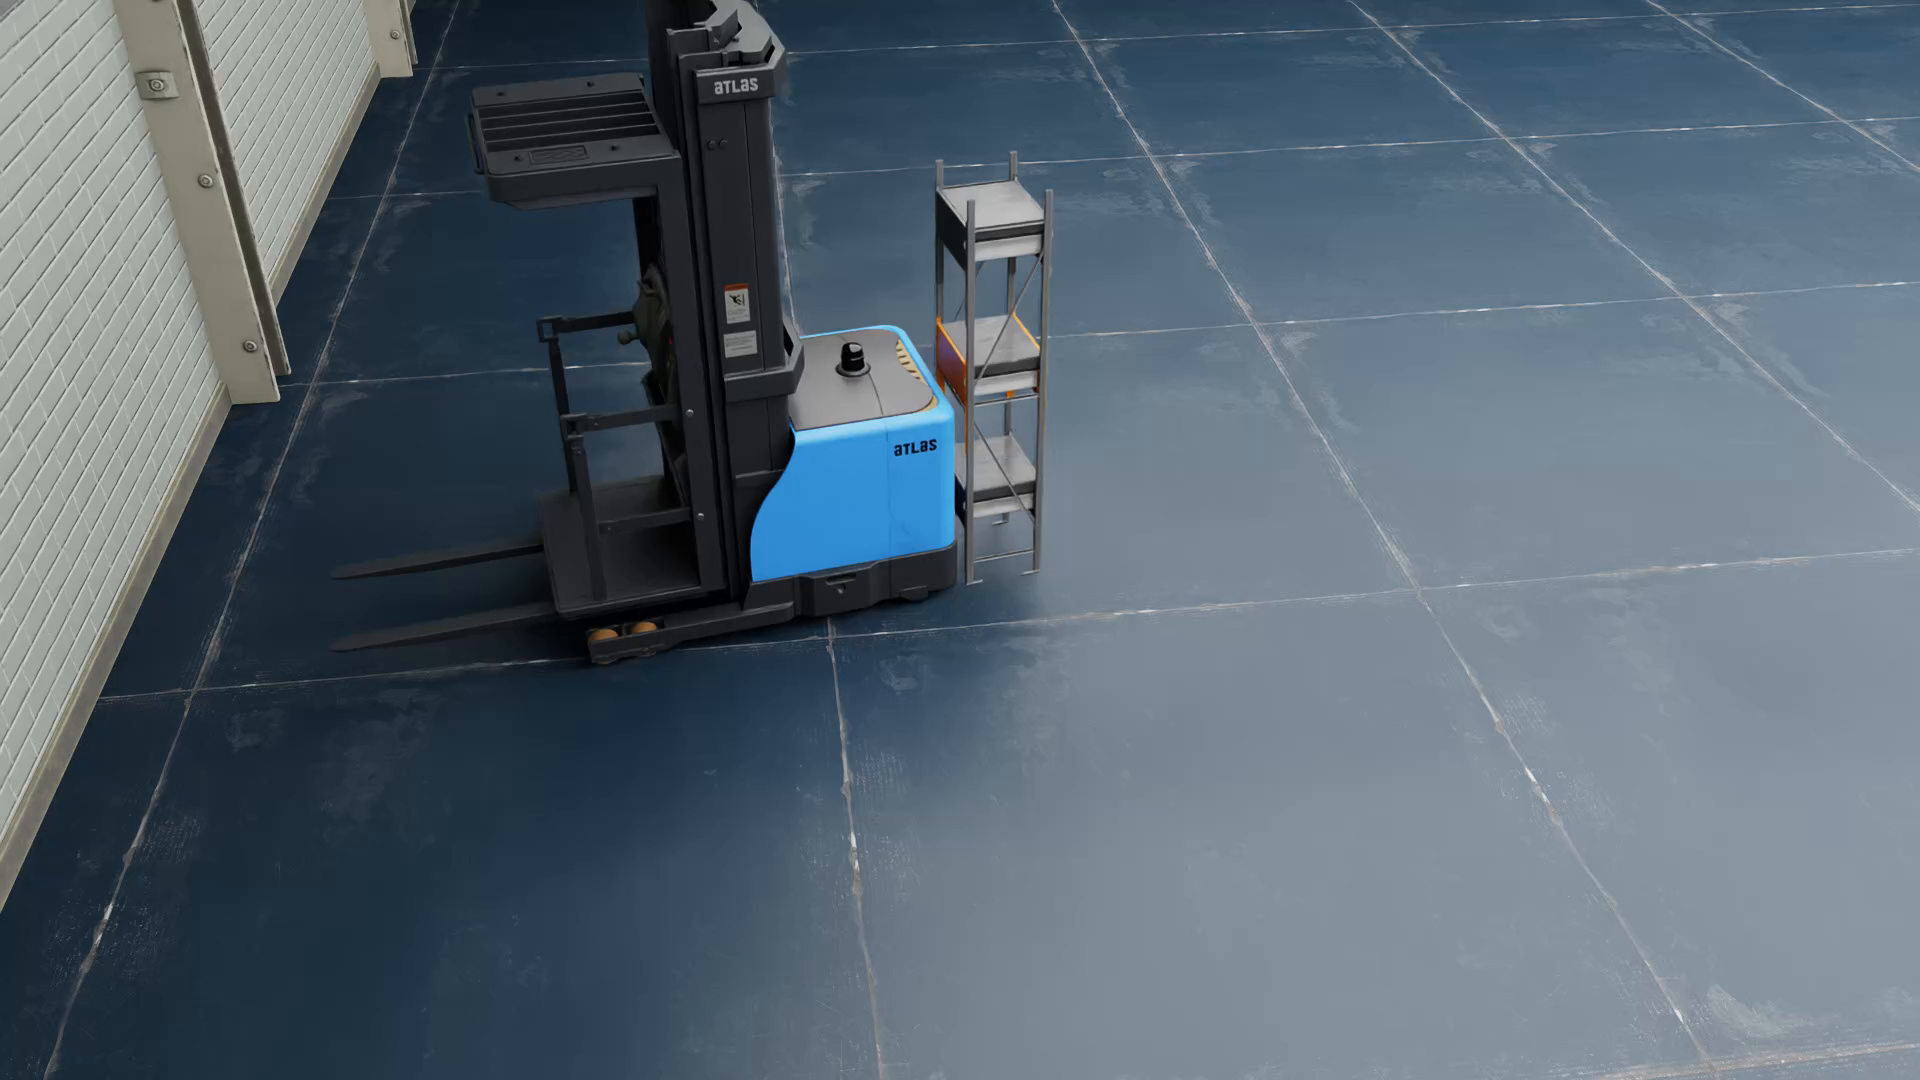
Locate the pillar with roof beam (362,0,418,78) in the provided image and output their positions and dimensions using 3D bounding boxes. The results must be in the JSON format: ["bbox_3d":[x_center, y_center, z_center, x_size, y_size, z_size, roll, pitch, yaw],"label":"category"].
[{"bbox_3d":[-0.866,-8.335,13.119,9.100,9.000,0.400,-4,35,-6],"label":"pillar with roof beam"}]

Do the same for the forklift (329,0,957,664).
[{"bbox_3d":[-1.588,-0.948,7.667,3.031,2.935,1.130,-10,36,-14],"label":"forklift"}]

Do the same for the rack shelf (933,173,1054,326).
[{"bbox_3d":[0.150,-1.368,7.802,0.431,0.518,0.480,-10,36,-14],"label":"rack shelf"}]

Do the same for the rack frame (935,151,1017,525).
[{"bbox_3d":[0.076,-0.931,8.380,0.400,2.100,0.015,-10,36,-14],"label":"rack frame"}]

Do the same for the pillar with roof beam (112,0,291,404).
[{"bbox_3d":[-0.059,-4.987,8.206,9.100,9.000,0.400,-4,35,-6],"label":"pillar with roof beam"}]

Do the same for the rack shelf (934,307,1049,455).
[{"bbox_3d":[0.149,-0.789,8.196,0.431,0.518,0.480,-10,36,-14],"label":"rack shelf"}]

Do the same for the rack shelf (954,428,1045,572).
[{"bbox_3d":[0.149,-0.211,8.590,0.431,0.518,0.480,-10,36,-14],"label":"rack shelf"}]

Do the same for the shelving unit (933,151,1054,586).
[{"bbox_3d":[0.149,-0.800,8.188,0.431,2.100,0.503,-10,36,-14],"label":"shelving unit"}]

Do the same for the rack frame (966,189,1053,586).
[{"bbox_3d":[0.223,-0.669,7.996,0.400,2.100,0.015,-10,36,-14],"label":"rack frame"}]
